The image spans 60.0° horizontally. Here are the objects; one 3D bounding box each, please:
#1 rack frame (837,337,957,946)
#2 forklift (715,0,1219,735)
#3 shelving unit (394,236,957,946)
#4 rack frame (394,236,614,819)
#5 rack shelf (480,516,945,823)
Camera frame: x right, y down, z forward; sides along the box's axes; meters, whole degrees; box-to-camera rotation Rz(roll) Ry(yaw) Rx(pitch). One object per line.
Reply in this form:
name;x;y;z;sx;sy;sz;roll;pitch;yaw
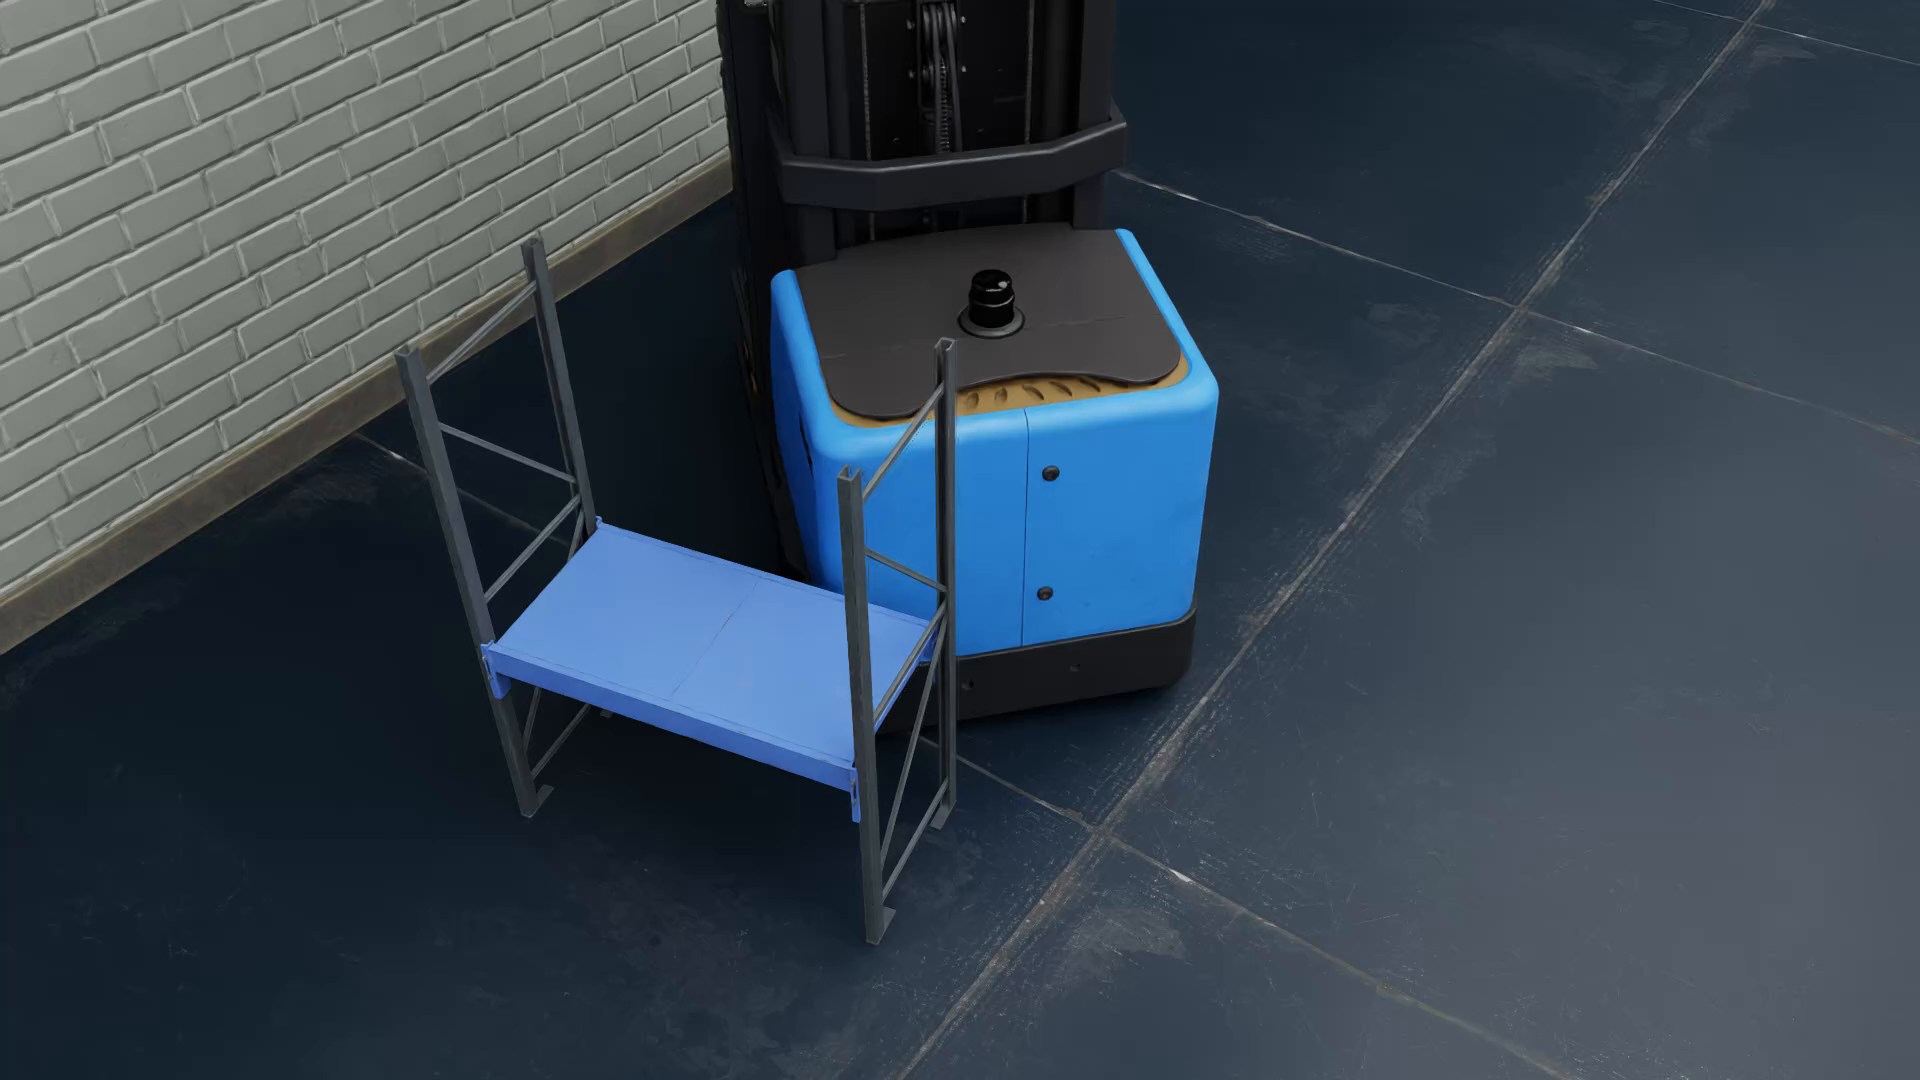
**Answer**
rack frame;-0.121;0.291;3.800;0.032;1.500;0.500;16;44;17
forklift;-0.169;-1.551;4.785;1.130;2.935;3.031;-9;43;-10
shelving unit;-0.589;0.158;3.948;1.048;1.500;0.538;16;44;17
rack frame;-1.057;0.026;4.097;0.032;1.500;0.500;16;44;17
rack shelf;-0.589;0.293;4.068;1.000;0.185;0.538;16;44;17
